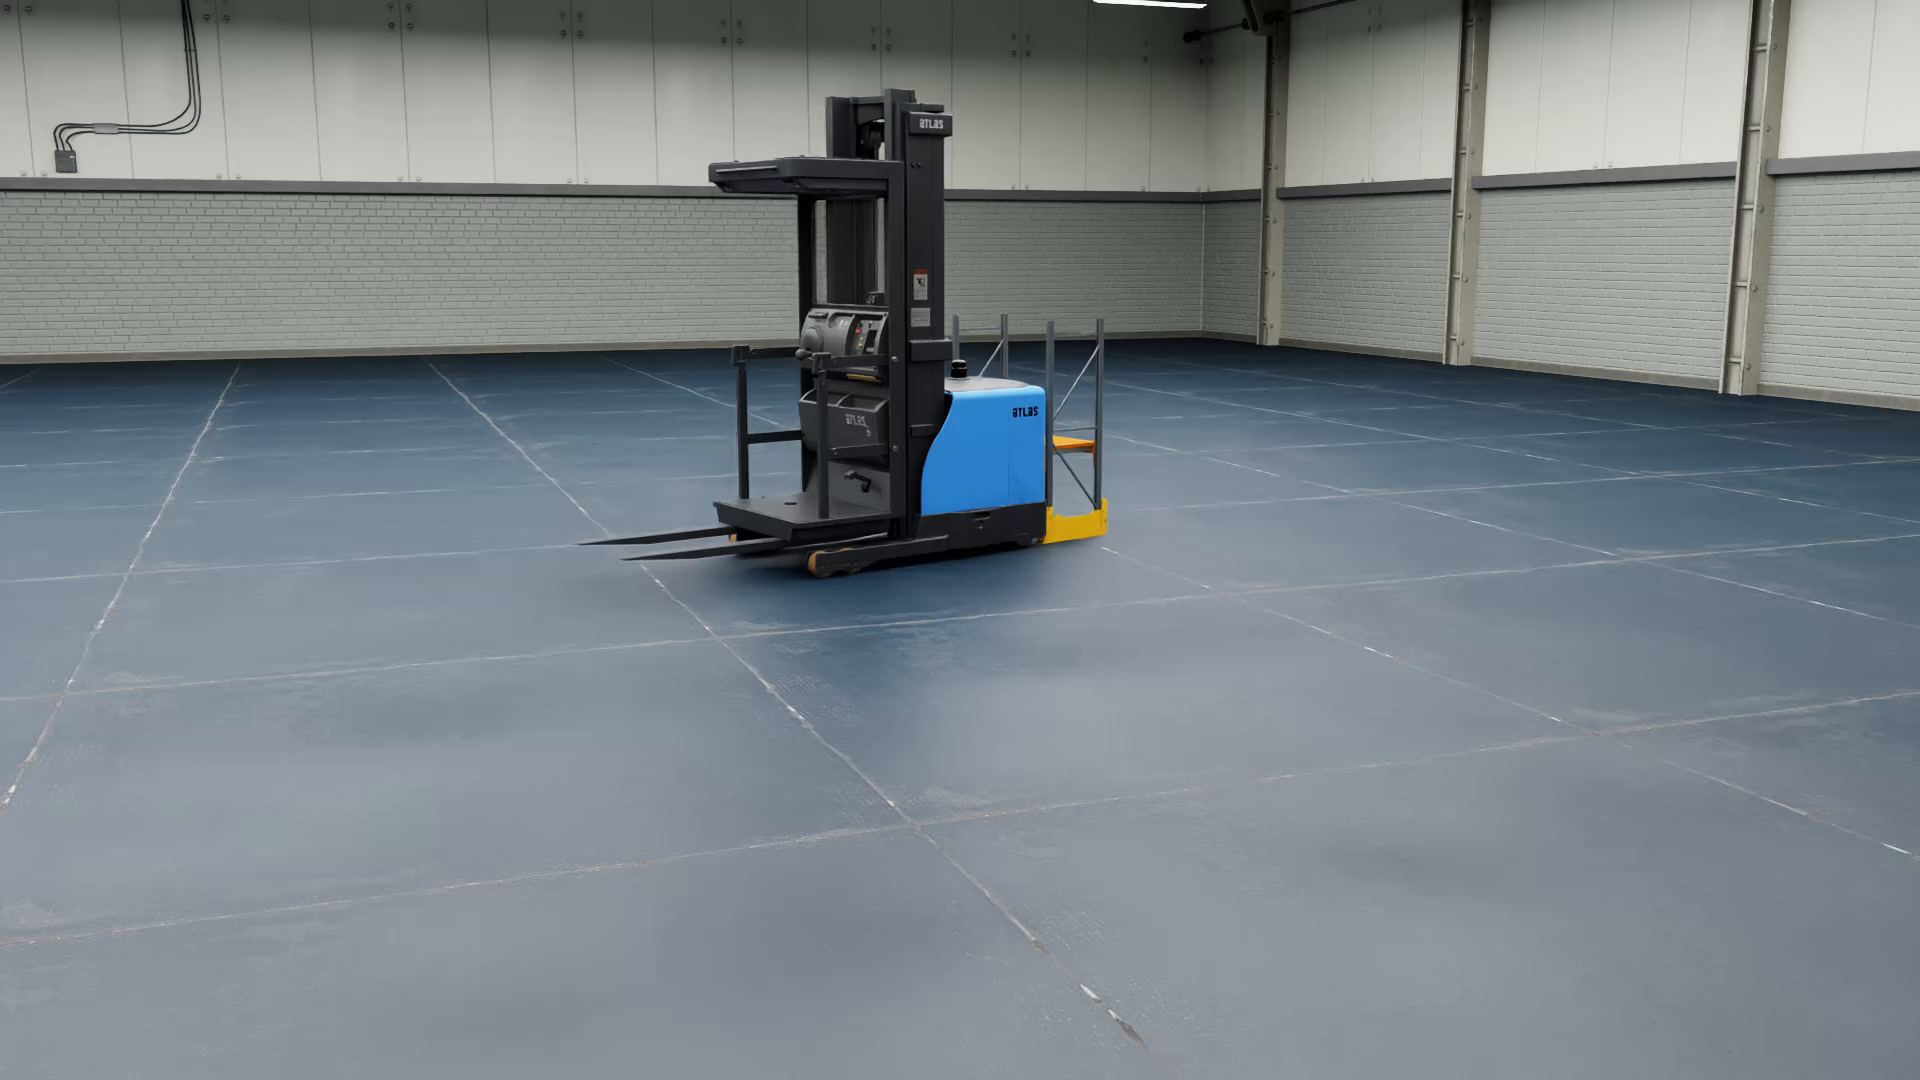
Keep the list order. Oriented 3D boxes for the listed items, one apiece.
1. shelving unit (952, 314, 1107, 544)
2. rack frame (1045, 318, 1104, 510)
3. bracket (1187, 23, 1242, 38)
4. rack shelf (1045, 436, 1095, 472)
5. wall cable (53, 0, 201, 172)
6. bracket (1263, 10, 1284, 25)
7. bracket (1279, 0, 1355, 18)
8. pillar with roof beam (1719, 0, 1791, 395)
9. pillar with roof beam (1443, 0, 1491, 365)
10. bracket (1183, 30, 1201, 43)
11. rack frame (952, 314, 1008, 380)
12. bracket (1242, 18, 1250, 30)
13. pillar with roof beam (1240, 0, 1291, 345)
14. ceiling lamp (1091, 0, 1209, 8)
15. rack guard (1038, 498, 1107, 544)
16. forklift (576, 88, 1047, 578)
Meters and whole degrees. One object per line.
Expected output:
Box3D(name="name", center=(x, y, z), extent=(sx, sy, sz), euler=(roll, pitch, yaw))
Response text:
Box3D(name="shelving unit", center=(0.469, -0.819, 11.739), extent=(0.587, 1.500, 1.083), euler=(-8, 13, -38))
Box3D(name="rack frame", center=(0.780, -0.750, 11.355), extent=(0.500, 1.500, 0.032), euler=(-8, 13, -38))
Box3D(name="bracket", center=(5.103, -10.485, 34.394), extent=(0.076, 0.066, 3.189), euler=(-4, 11, -21))
Box3D(name="rack shelf", center=(0.463, -0.643, 11.778), extent=(0.538, 0.185, 1.000), euler=(-8, 13, -38))
Box3D(name="wall cable", center=(-14.111, -9.218, 27.834), extent=(2.305, 6.003, 0.169), euler=(-4, 11, -21))
Box3D(name="bracket", center=(6.048, -10.060, 32.000), extent=(0.235, 0.232, 0.430), euler=(-4, 11, -21))
Box3D(name="bracket", center=(6.982, -9.639, 29.635), extent=(0.076, 0.066, 4.783), euler=(-4, 11, -21))
Box3D(name="pillar with roof beam", center=(6.565, -6.146, 20.275), extent=(9.100, 9.000, 0.400), euler=(-4, 11, -21))
Box3D(name="pillar with roof beam", center=(4.391, -7.125, 25.781), extent=(9.100, 9.000, 0.400), euler=(-4, 11, -21))
Box3D(name="bracket", center=(4.889, -10.582, 34.936), extent=(0.235, 0.232, 0.430), euler=(-4, 11, -21))
Box3D(name="rack frame", center=(0.146, -0.889, 12.137), extent=(0.500, 1.500, 0.032), euler=(-8, 13, -38))
Box3D(name="bracket", center=(5.748, -10.195, 32.761), extent=(0.235, 0.232, 0.430), euler=(-4, 11, -21))
Box3D(name="pillar with roof beam", center=(2.216, -8.104, 31.286), extent=(9.100, 9.000, 0.548), euler=(-4, 11, -21))
Box3D(name="ceiling lamp", center=(3.006, -10.306, 26.996), extent=(2.000, 3.185, 0.800), euler=(-4, 11, -21))
Box3D(name="rack guard", center=(0.779, -0.135, 11.465), extent=(0.587, 0.250, 0.087), euler=(-8, 13, -38))
Box3D(name="forklift", center=(-0.907, -1.318, 10.458), extent=(3.031, 2.935, 1.130), euler=(-7, 12, -36))
